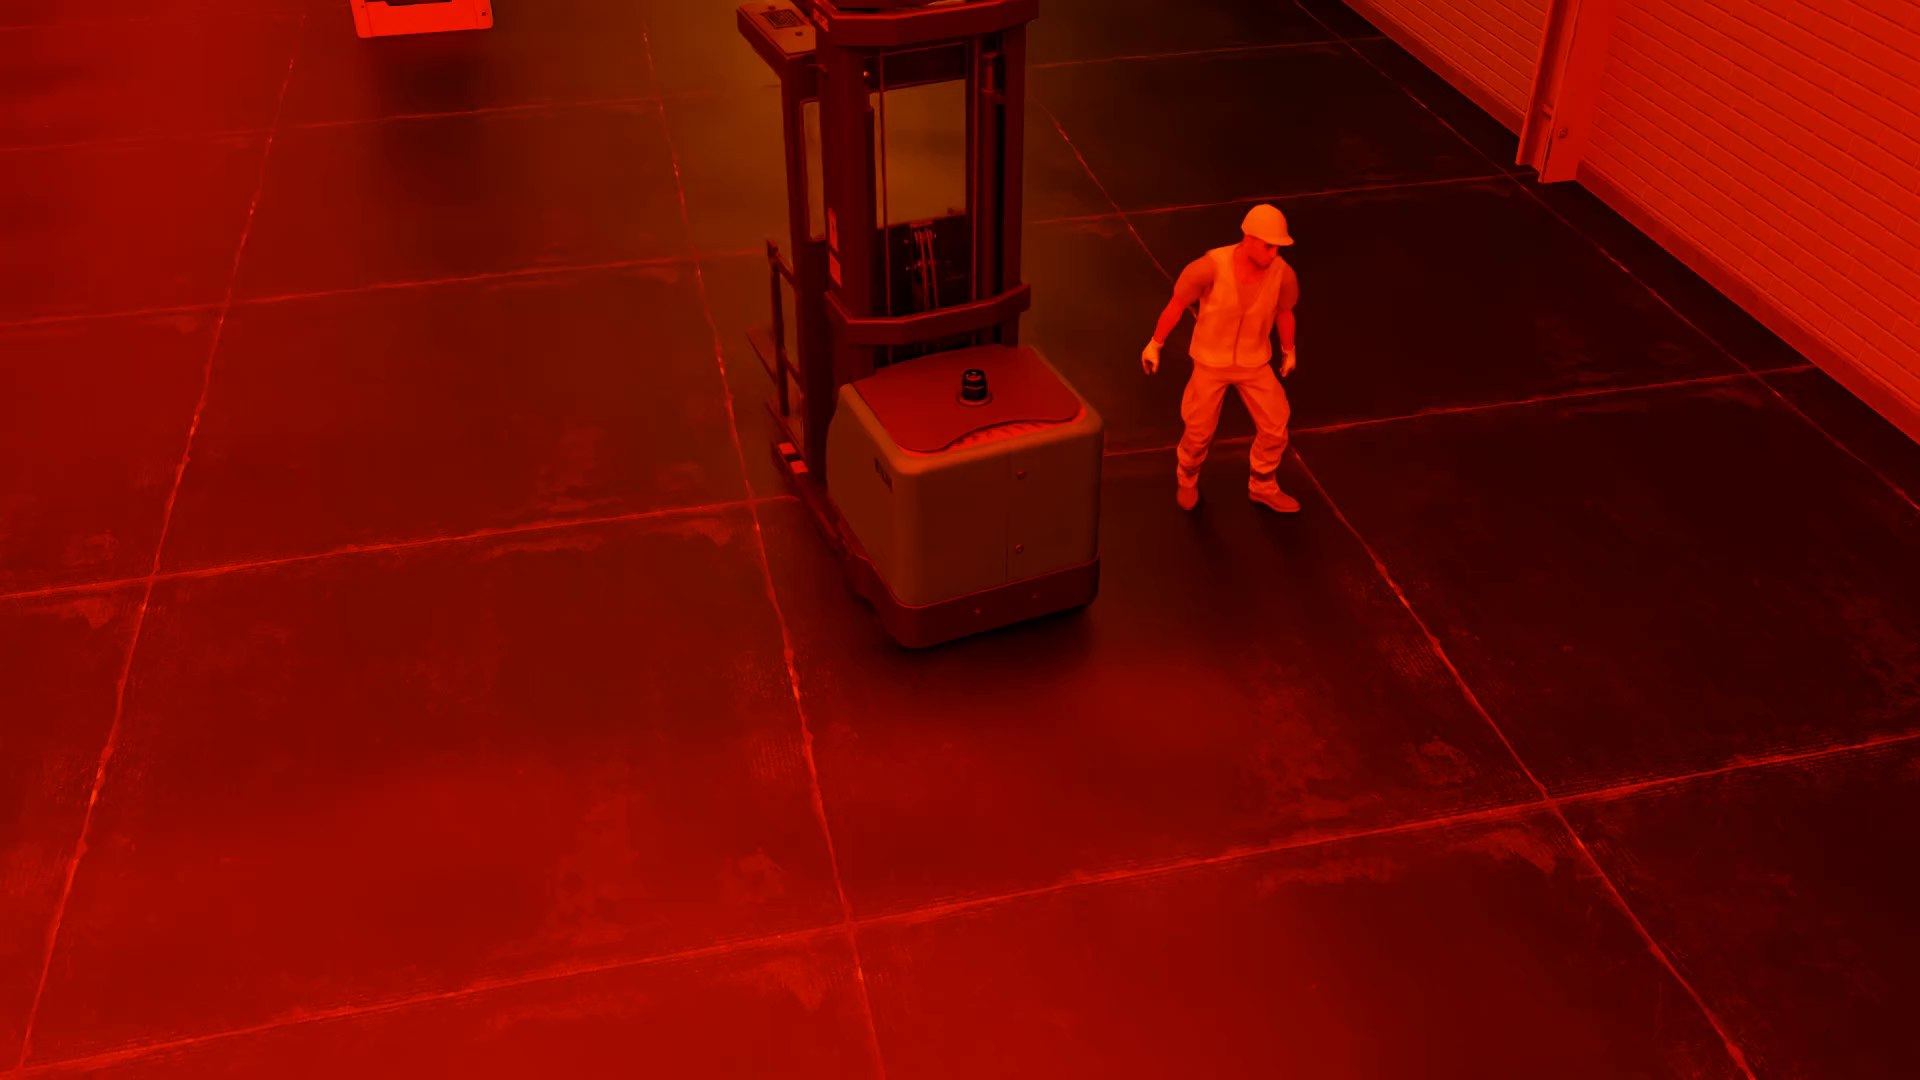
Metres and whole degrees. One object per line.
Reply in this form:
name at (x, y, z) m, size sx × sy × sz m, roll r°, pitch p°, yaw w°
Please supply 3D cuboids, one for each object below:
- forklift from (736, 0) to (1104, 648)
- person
forklift at (-0.377, -1.540, 8.191) m, size 1.130 × 2.935 × 3.031 m, roll -14°, pitch 38°, yaw -19°
person at (1.353, -0.887, 8.328) m, size 0.869 × 1.750 × 0.459 m, roll -1°, pitch 36°, yaw -1°
